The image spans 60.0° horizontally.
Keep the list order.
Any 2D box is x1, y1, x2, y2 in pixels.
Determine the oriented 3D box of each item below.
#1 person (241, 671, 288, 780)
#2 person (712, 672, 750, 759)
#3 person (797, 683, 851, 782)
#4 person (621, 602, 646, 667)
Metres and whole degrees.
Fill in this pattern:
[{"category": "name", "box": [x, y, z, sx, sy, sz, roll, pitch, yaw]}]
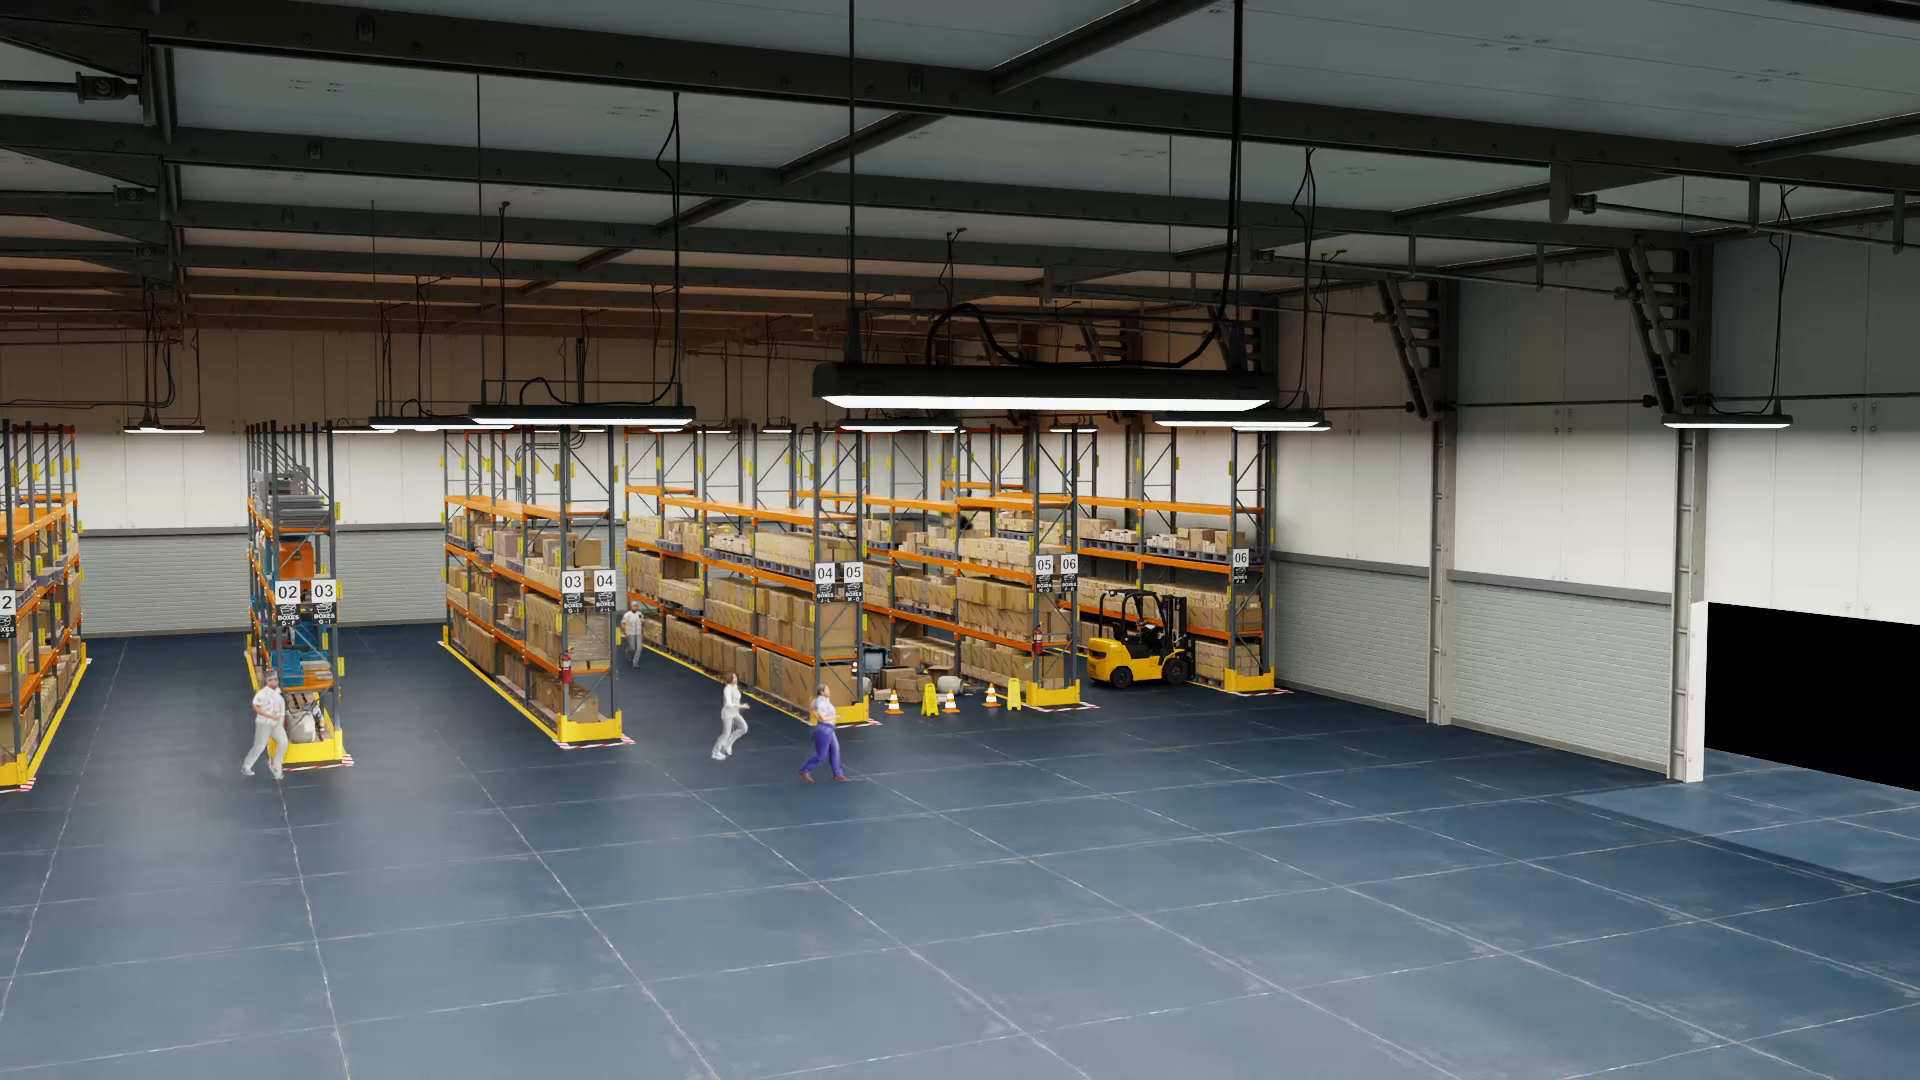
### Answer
[{"category": "person", "box": [-11.606, 3.116, 27.960, 0.762, 1.812, 0.739, 1, 4, 22]}, {"category": "person", "box": [-4.031, 3.136, 29.402, 0.734, 1.462, 0.560, 1, 4, 17]}, {"category": "person", "box": [-2.230, 3.169, 27.269, 0.880, 1.647, 0.608, 0, 4, -1]}, {"category": "person", "box": [-8.098, 2.341, 41.309, 0.614, 1.626, 0.551, -2, 4, -26]}]
